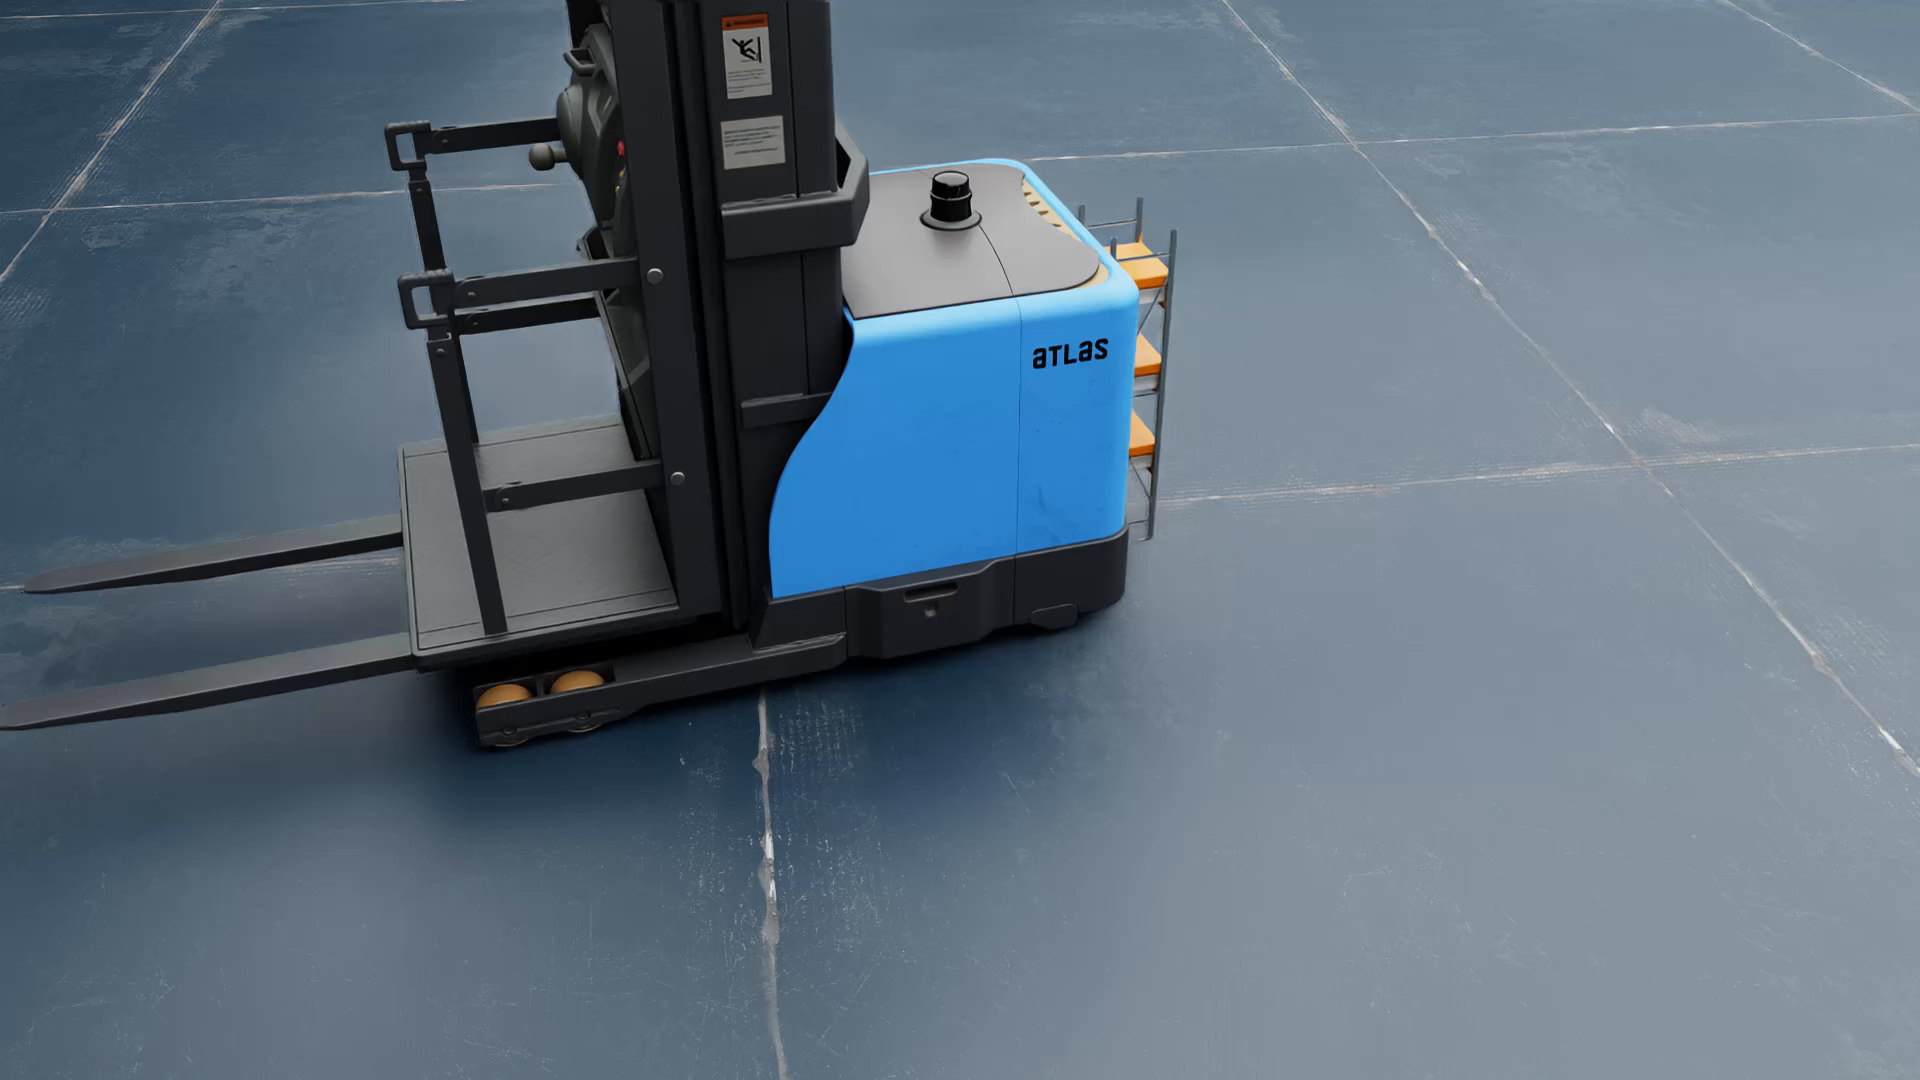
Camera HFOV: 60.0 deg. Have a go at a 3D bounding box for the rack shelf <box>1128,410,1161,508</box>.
[{"bbox_3d":[0.477,-0.249,5.195,0.215,0.259,0.240,-10,36,-15],"label":"rack shelf"}]

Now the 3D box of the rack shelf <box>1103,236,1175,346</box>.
[{"bbox_3d":[0.477,-0.713,4.879,0.215,0.259,0.240,-10,36,-15],"label":"rack shelf"}]

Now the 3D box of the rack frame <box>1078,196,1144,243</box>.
[{"bbox_3d":[0.440,-0.553,5.128,0.200,1.050,0.008,-10,36,-15],"label":"rack frame"}]

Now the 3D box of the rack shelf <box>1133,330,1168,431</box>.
[{"bbox_3d":[0.477,-0.478,5.038,0.215,0.259,0.240,-10,36,-15],"label":"rack shelf"}]

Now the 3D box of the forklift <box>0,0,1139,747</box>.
[{"bbox_3d":[-1.089,-0.993,4.104,3.031,2.935,1.130,-10,36,-15],"label":"forklift"}]

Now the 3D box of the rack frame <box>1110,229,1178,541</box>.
[{"bbox_3d":[0.514,-0.422,4.936,0.200,1.050,0.008,-10,36,-15],"label":"rack frame"}]

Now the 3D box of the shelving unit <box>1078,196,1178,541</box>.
[{"bbox_3d":[0.477,-0.487,5.032,0.215,1.050,0.252,-10,36,-15],"label":"shelving unit"}]
